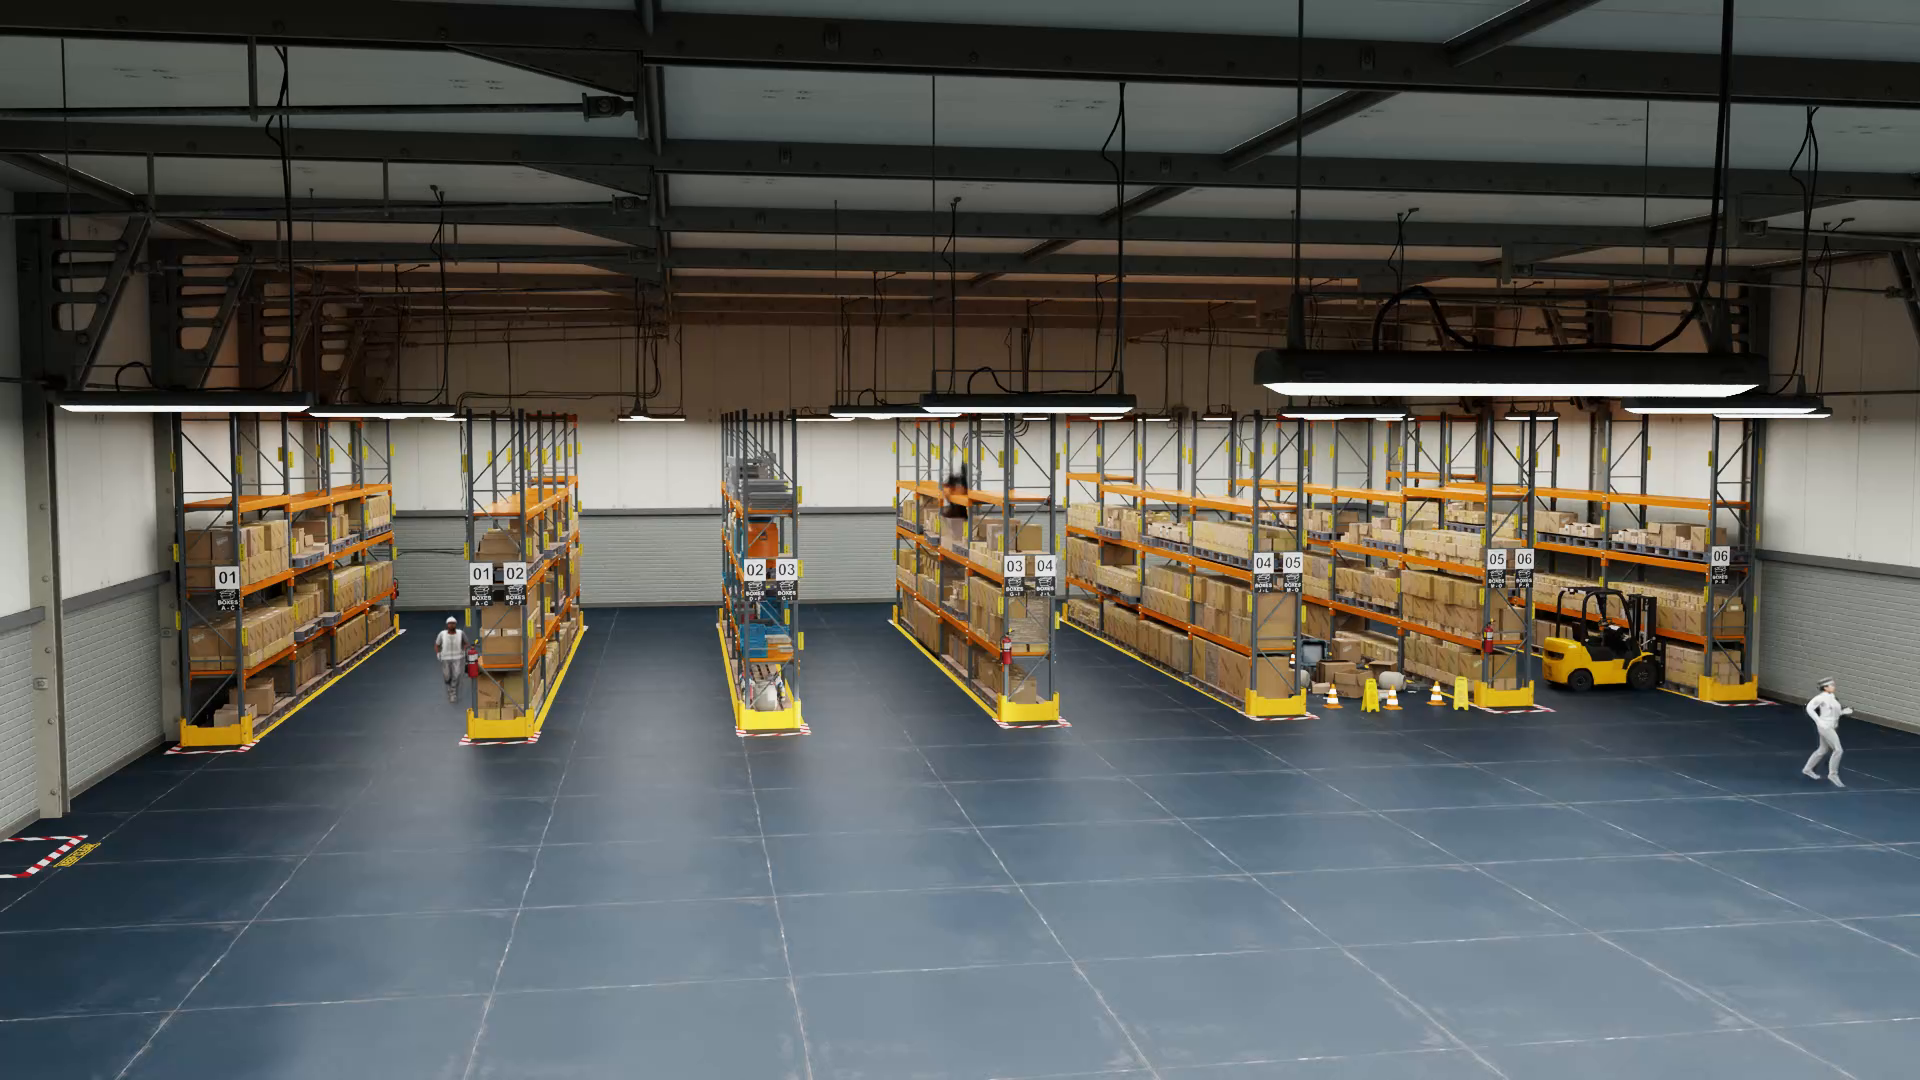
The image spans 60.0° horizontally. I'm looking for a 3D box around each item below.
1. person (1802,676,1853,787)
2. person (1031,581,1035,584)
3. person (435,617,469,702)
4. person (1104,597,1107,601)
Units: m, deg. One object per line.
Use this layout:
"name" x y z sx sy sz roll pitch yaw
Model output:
"person" 13.780 3.033 26.436 0.709 1.753 0.593 3 5 40
"person" 2.050 1.673 46.973 0.551 1.583 0.725 0 4 -6
"person" -10.494 2.460 34.379 0.683 1.743 0.689 -1 4 -18
"person" 4.352 1.494 49.875 0.560 1.523 0.489 -3 5 -37
